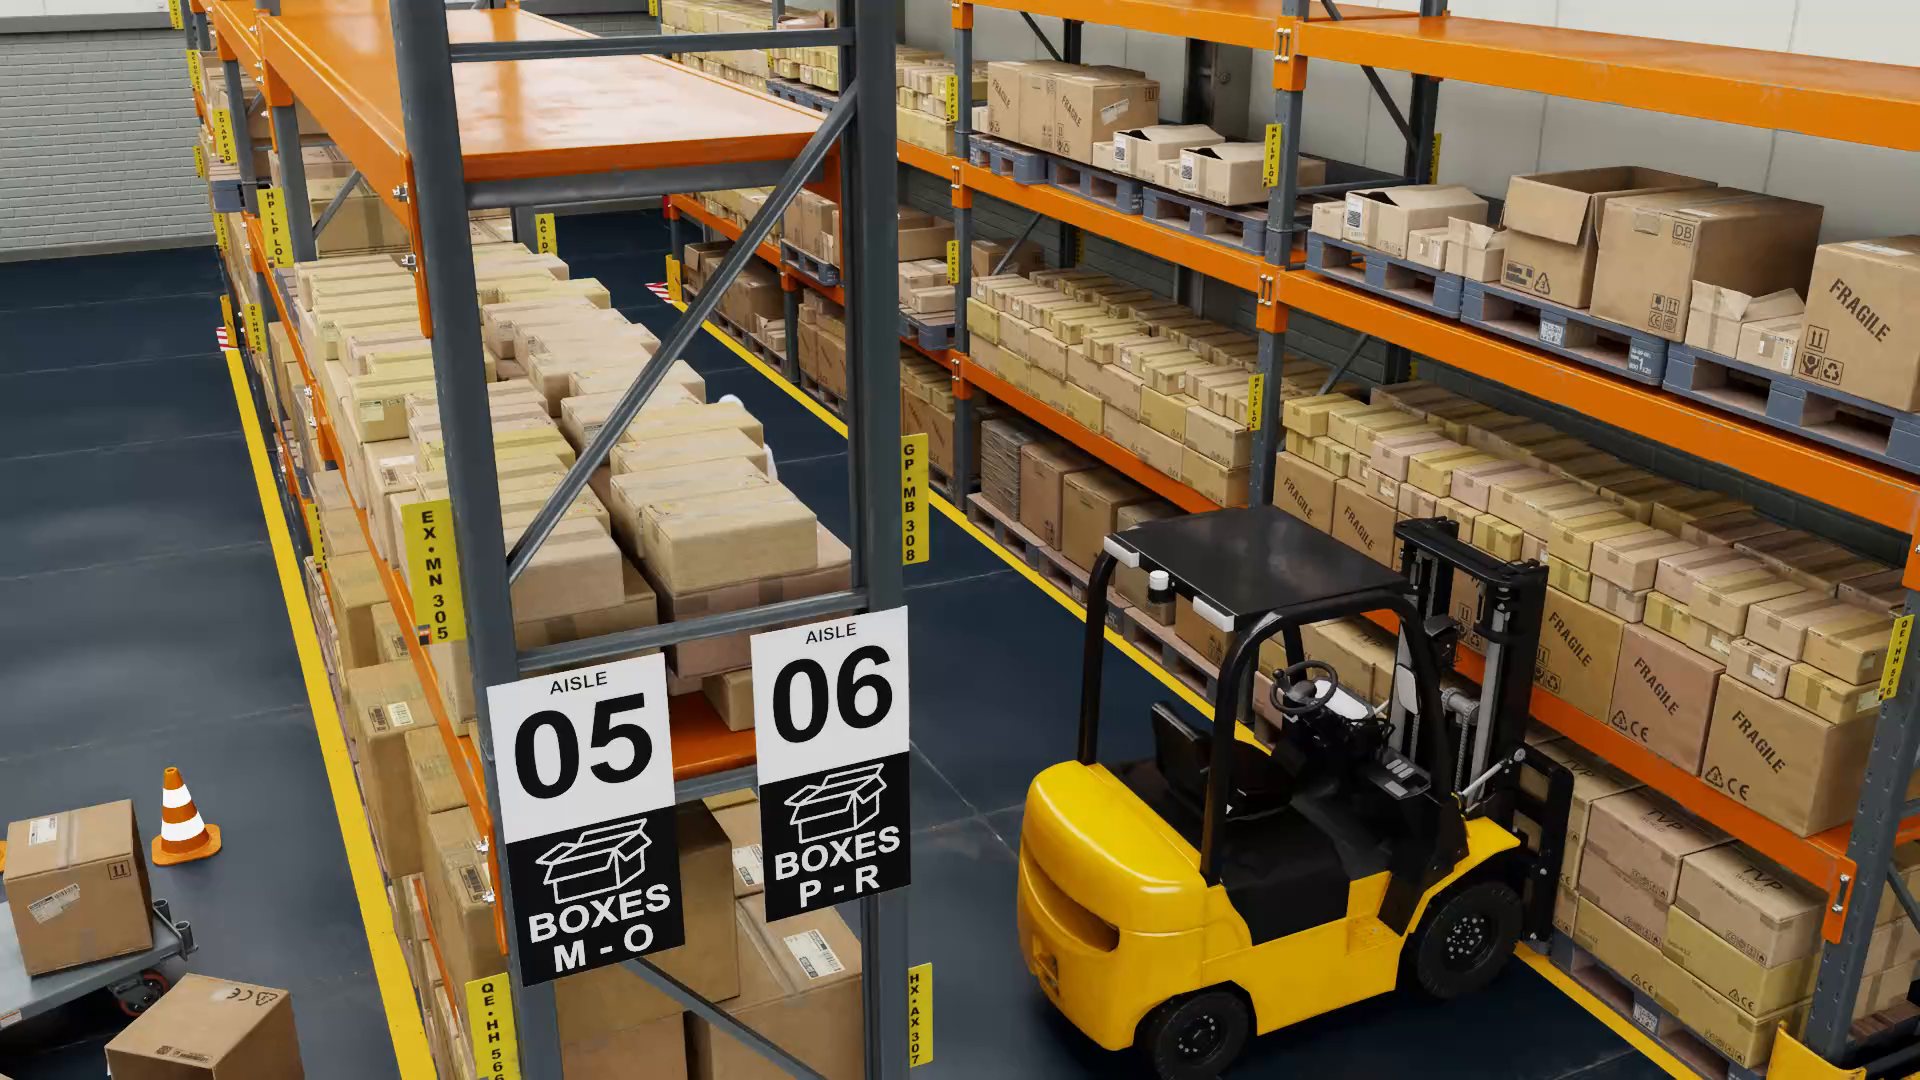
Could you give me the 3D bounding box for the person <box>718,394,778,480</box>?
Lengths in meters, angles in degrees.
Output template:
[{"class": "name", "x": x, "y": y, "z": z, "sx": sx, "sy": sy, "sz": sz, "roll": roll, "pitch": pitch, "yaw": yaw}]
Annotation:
[{"class": "person", "x": -1.446, "y": -0.066, "z": 10.737, "sx": 0.607, "sy": 1.759, "sz": 0.611, "roll": -16, "pitch": 27, "yaw": -34}]
